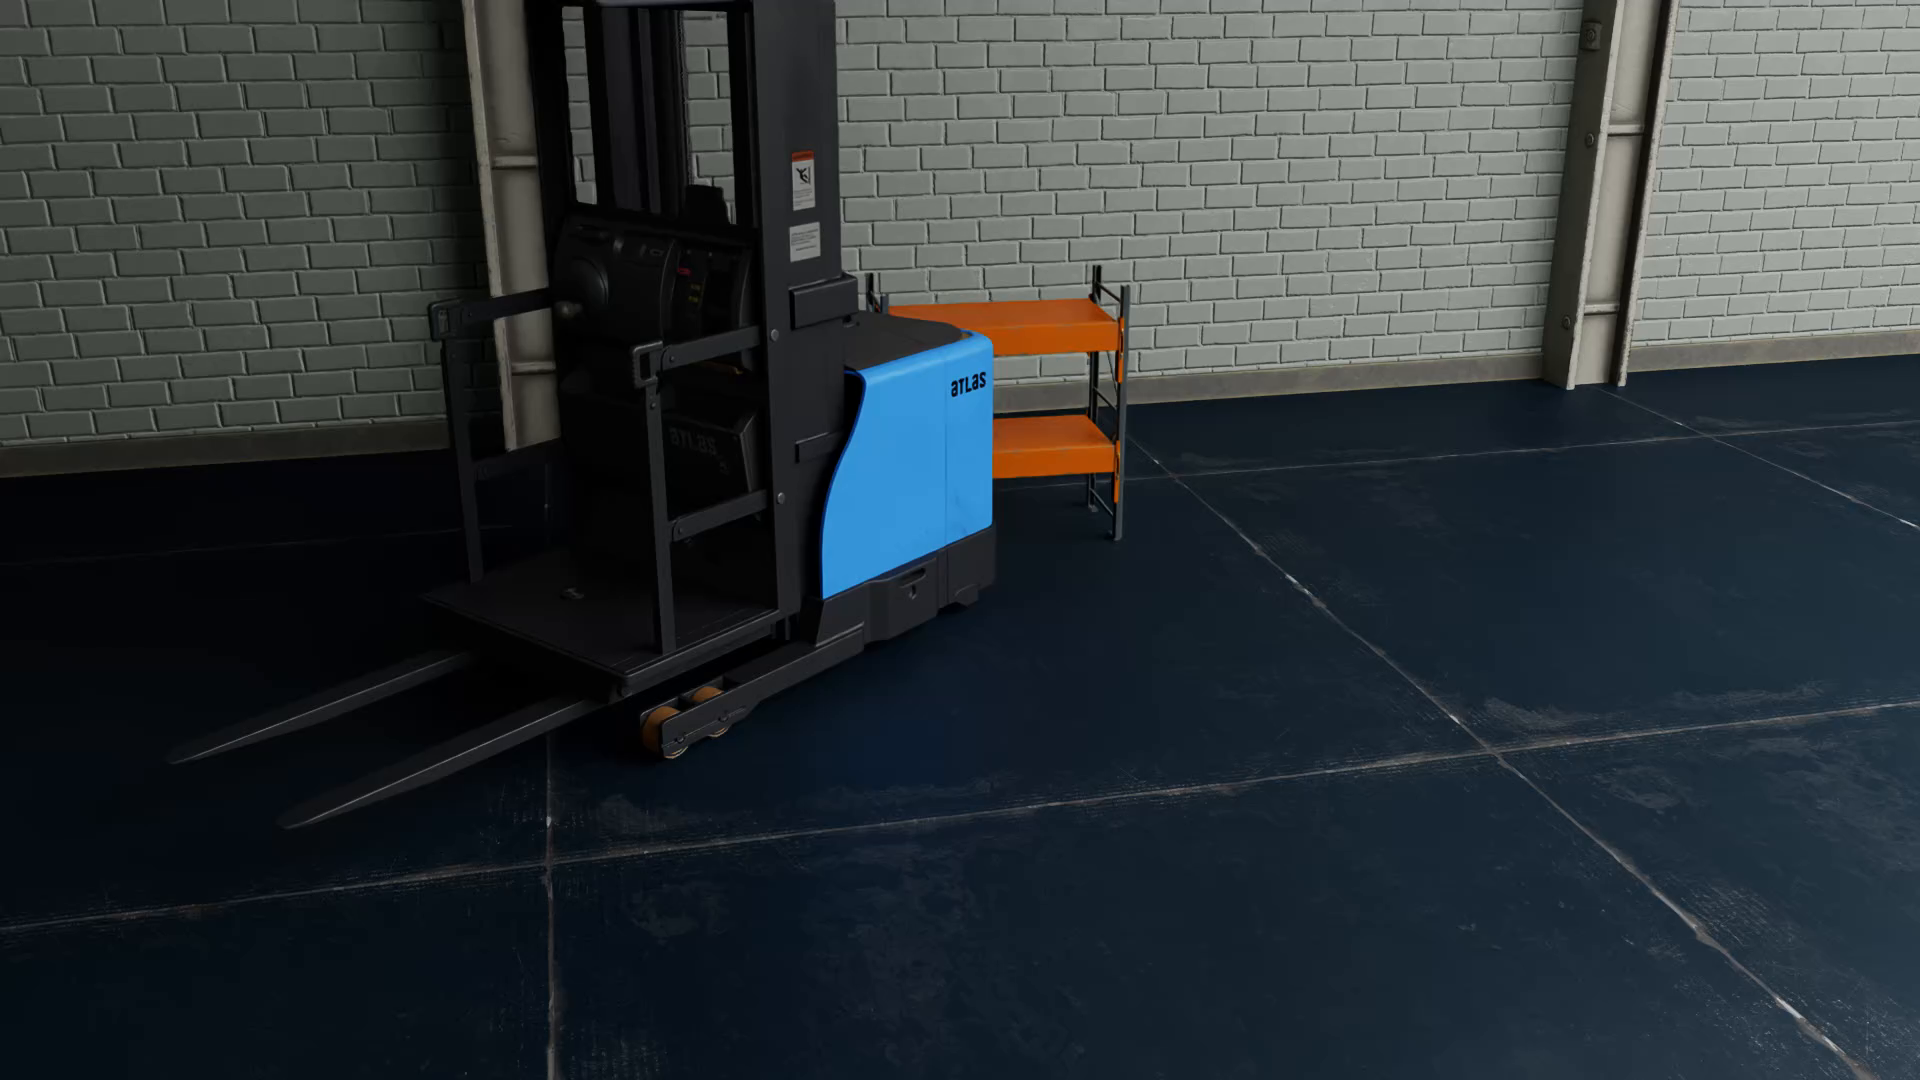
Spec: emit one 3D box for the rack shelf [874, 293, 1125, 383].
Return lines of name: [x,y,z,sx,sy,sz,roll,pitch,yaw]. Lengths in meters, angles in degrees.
rack shelf: [0.151,-0.853,7.158,1.000,0.278,0.538,-4,20,-10]

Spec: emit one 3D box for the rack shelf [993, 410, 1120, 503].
rack shelf: [0.151,-0.349,7.343,1.000,0.278,0.538,-4,20,-10]

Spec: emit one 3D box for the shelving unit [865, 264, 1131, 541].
shelving unit: [0.151,-0.579,7.259,1.048,1.125,0.538,-4,20,-10]

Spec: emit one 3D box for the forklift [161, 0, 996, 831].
forklift: [-1.163,-0.861,5.403,1.130,2.935,3.031,15,25,36]

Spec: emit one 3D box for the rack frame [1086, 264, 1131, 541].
rack frame: [0.650,-0.611,7.347,0.032,1.125,0.500,-4,20,-10]

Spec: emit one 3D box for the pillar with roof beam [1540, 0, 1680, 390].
pillar with roof beam: [4.688,-3.730,4.415,0.400,9.000,9.100,-5,21,-12]

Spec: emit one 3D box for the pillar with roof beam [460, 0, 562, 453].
pillar with roof beam: [-1.151,-3.255,3.118,0.400,9.000,9.100,-5,21,-12]

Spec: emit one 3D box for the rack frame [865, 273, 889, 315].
rack frame: [-0.349,-0.546,7.170,0.032,1.125,0.500,-4,20,-10]
